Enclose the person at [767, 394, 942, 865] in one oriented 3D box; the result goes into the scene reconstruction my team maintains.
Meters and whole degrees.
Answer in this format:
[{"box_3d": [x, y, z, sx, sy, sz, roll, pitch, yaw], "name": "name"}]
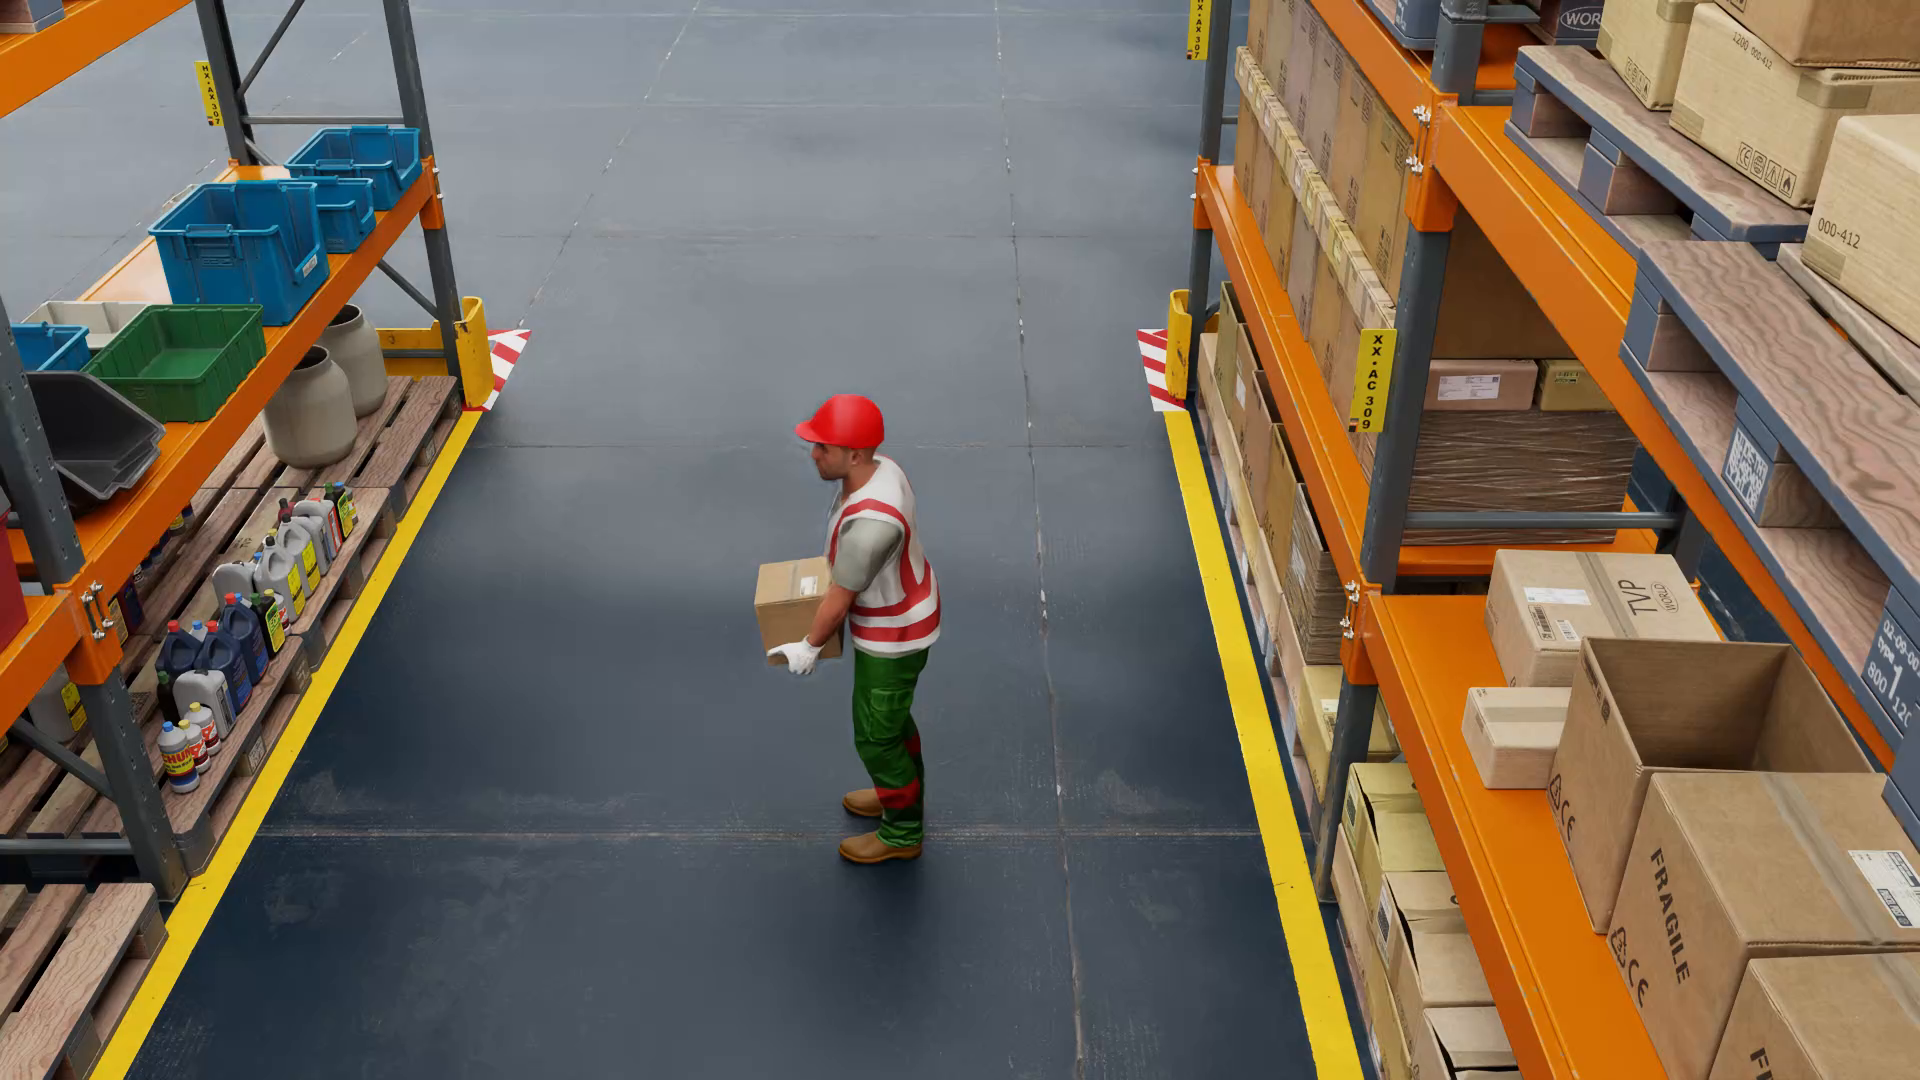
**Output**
[{"box_3d": [-0.352, 0.313, 5.609, 0.581, 1.772, 0.491, -1, 31, -1], "name": "person"}]
